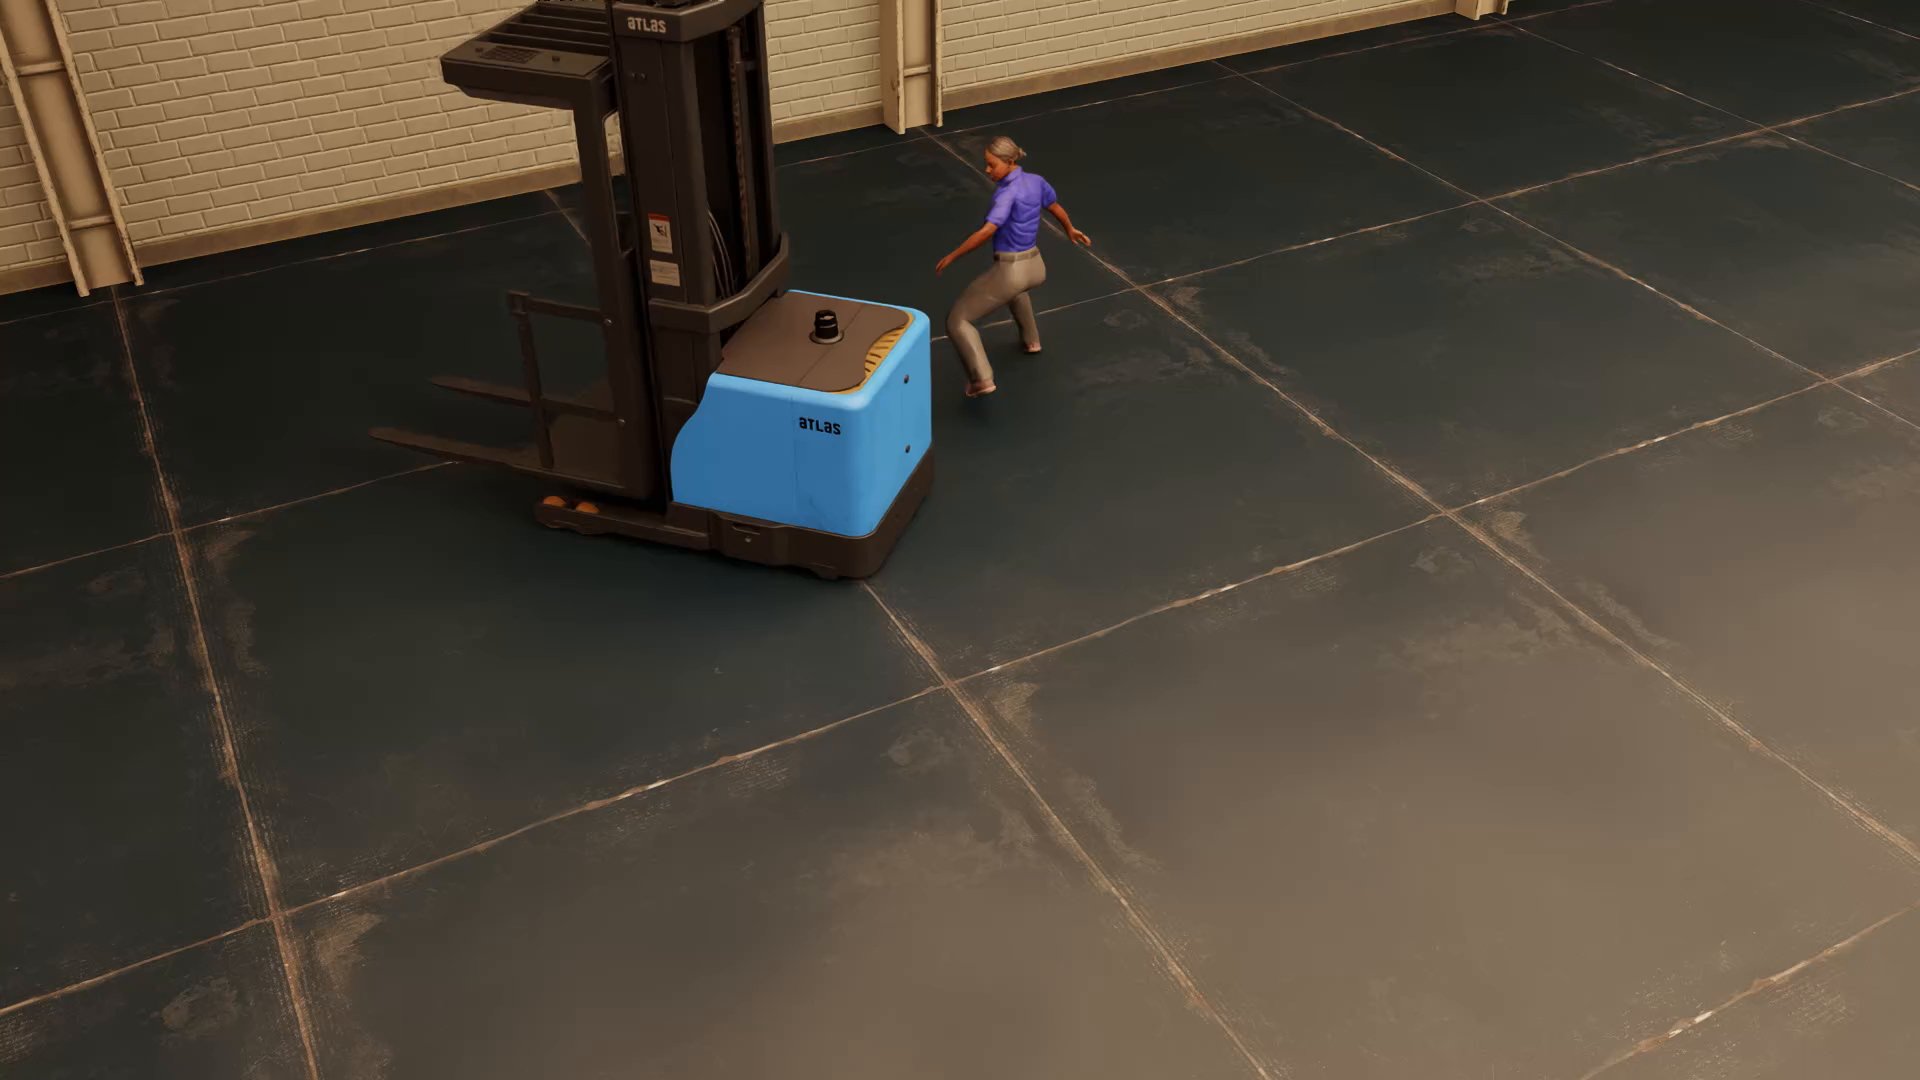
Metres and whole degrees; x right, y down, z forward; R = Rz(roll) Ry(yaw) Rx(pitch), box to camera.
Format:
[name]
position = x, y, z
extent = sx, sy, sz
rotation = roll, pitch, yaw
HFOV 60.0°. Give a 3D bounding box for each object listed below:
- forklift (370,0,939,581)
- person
[forklift]
position = -1.689, -1.496, 8.239
extent = 3.031, 2.935, 1.130
rotation = 11, 37, 15
[person]
position = 0.316, -1.634, 9.729
extent = 0.480, 1.553, 1.082
rotation = 25, 42, 31
